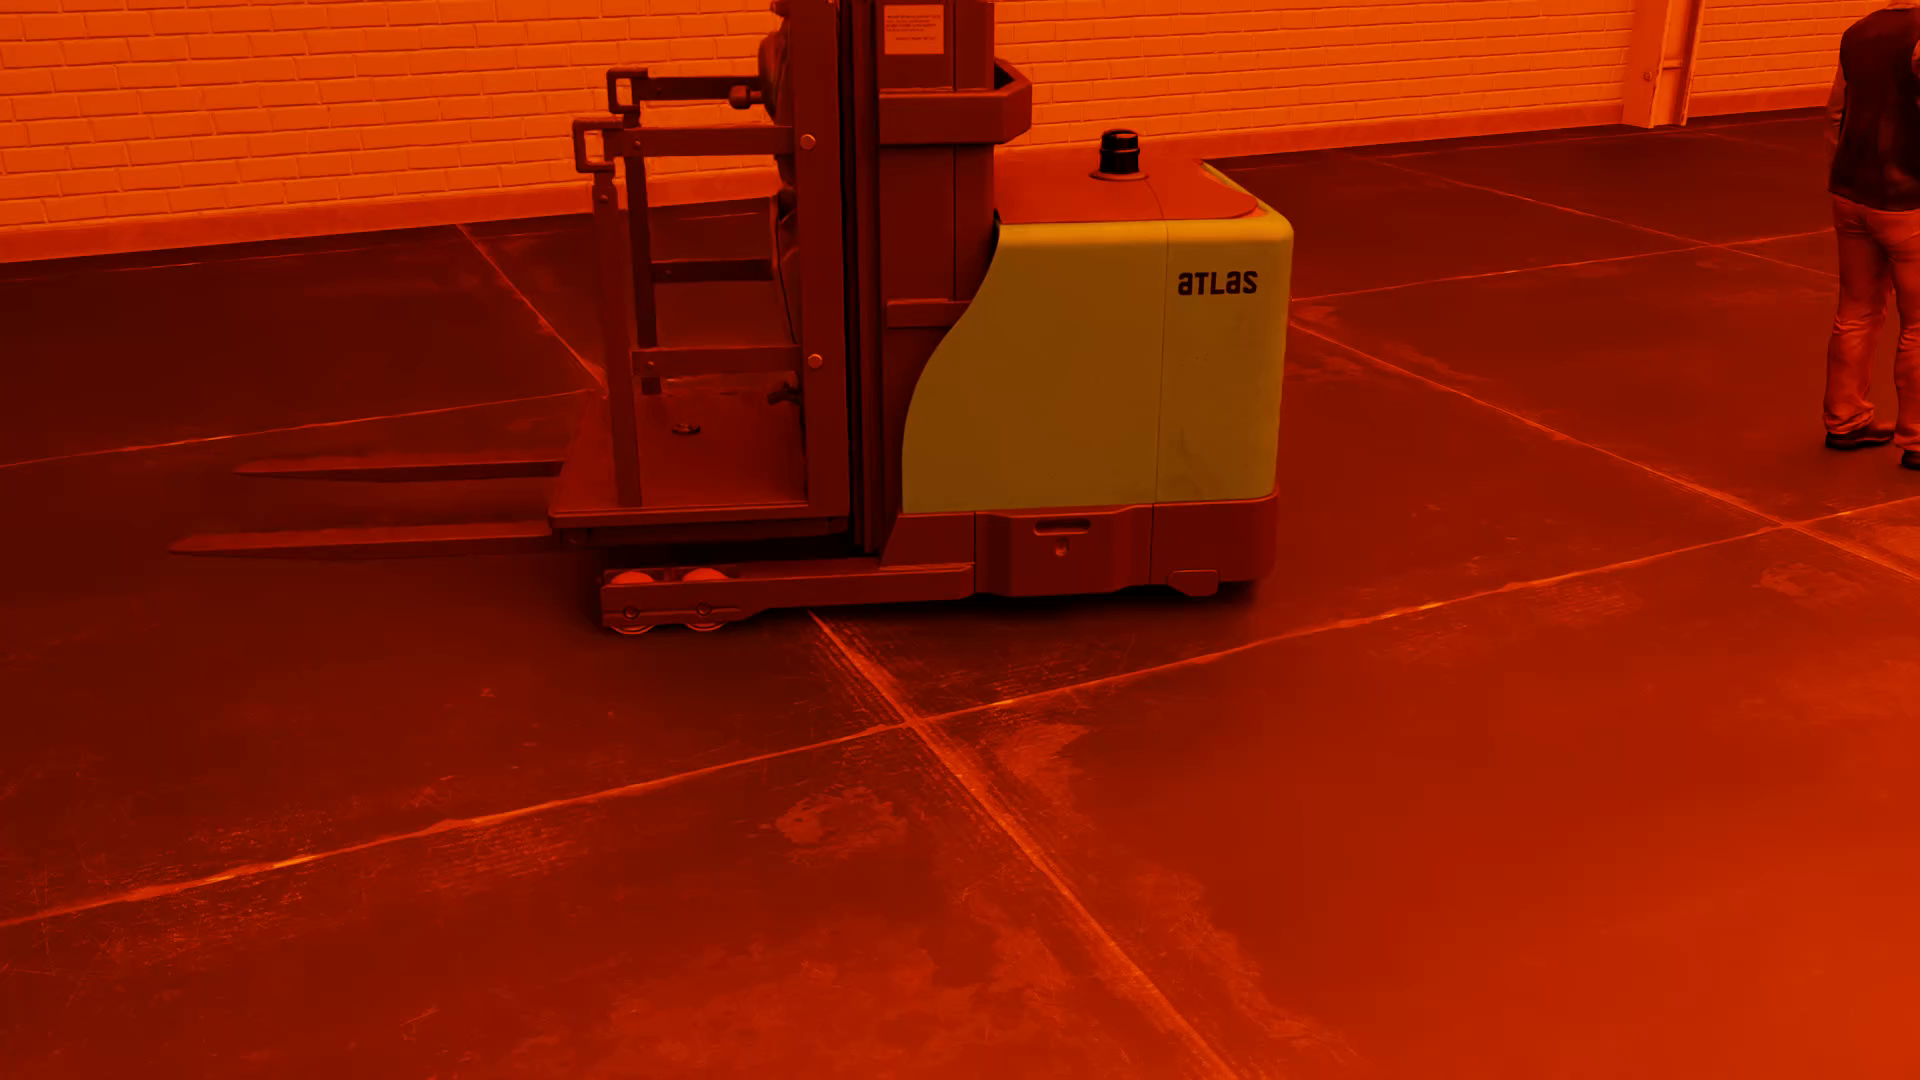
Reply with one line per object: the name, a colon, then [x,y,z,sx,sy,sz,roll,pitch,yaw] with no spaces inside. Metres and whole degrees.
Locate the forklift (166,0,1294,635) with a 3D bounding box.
forklift: [-0.663,-1.311,4.443,3.031,2.935,1.130,-2,23,-6]

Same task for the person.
person: [3.196,-1.129,5.563,0.568,1.720,0.631,-5,23,-12]
